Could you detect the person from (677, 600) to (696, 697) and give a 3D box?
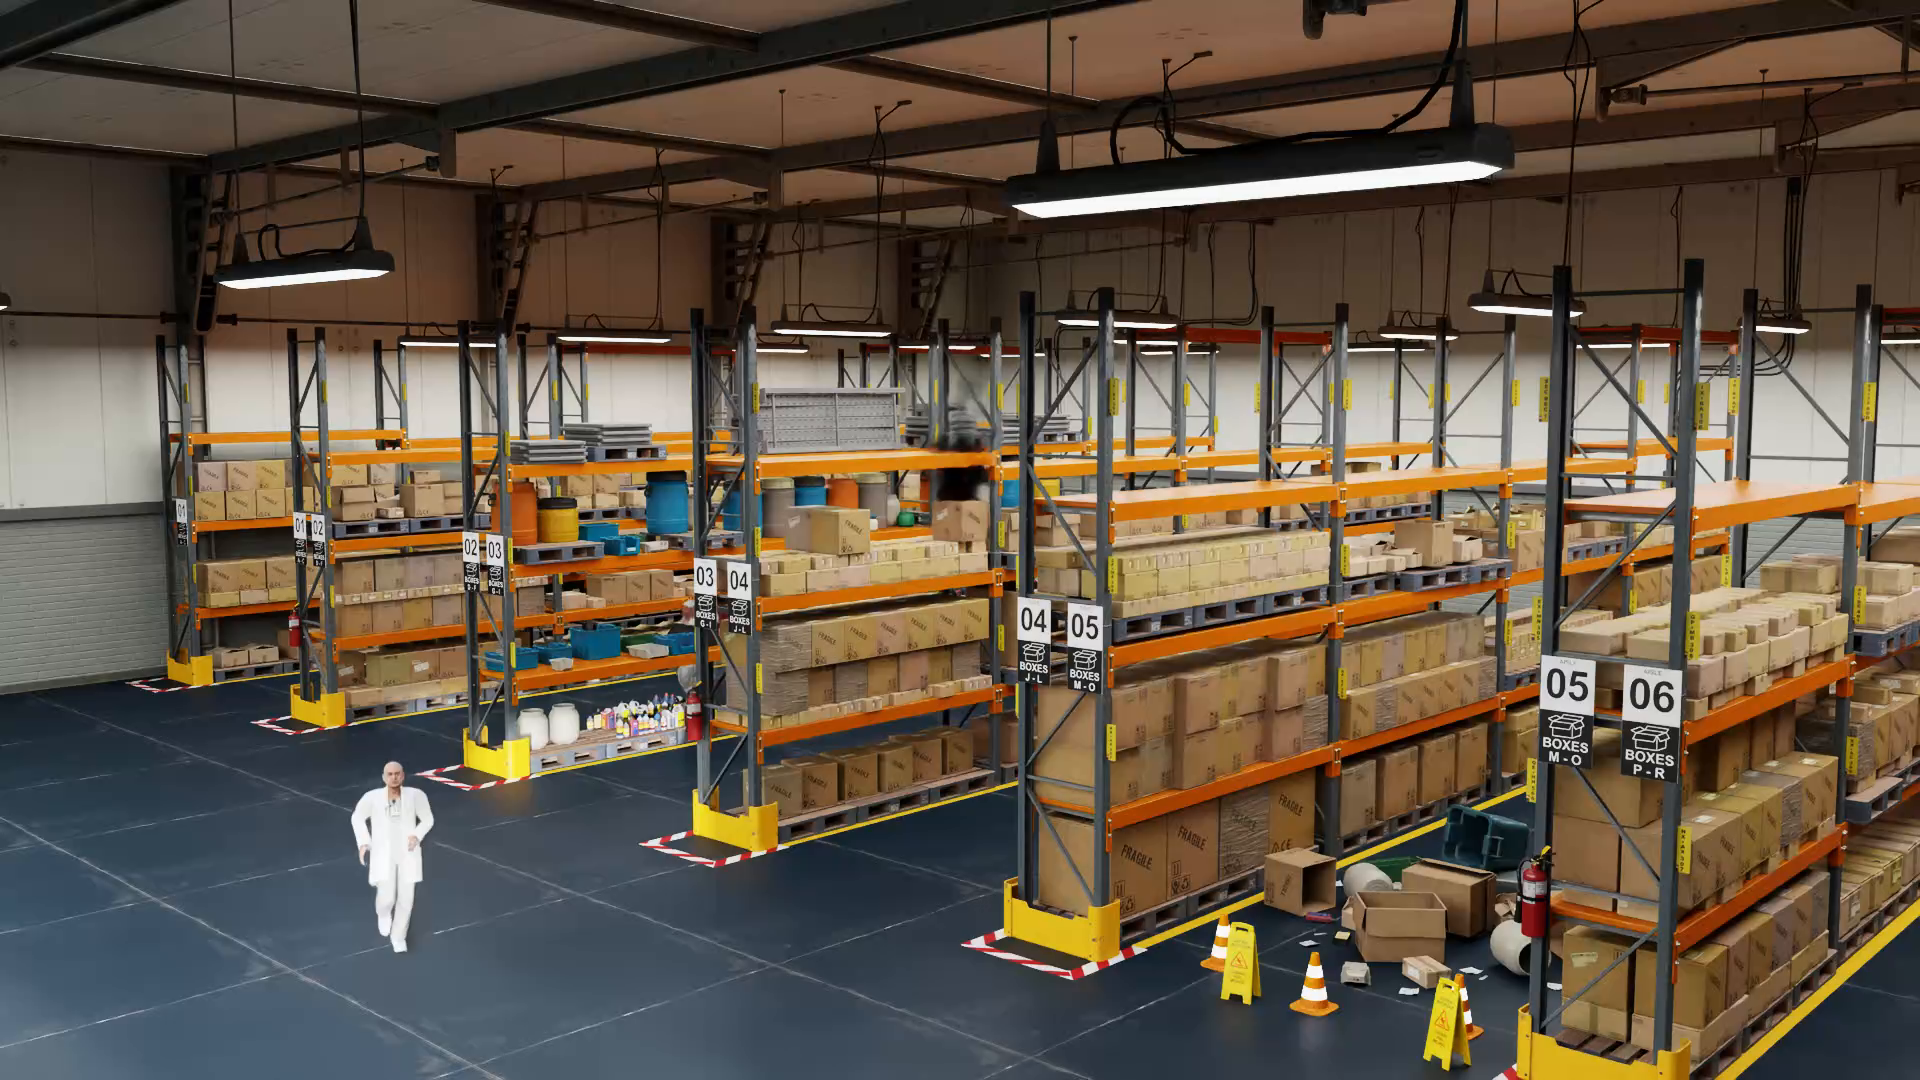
[{"bbox_3d":[-4.285,1.814,26.434,0.586,1.741,0.636,-5,8,-44],"label":"person"}]

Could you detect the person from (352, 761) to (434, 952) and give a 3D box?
[{"bbox_3d":[-5.148,2.883,15.151,0.707,1.733,0.633,-2,6,-23],"label":"person"}]
